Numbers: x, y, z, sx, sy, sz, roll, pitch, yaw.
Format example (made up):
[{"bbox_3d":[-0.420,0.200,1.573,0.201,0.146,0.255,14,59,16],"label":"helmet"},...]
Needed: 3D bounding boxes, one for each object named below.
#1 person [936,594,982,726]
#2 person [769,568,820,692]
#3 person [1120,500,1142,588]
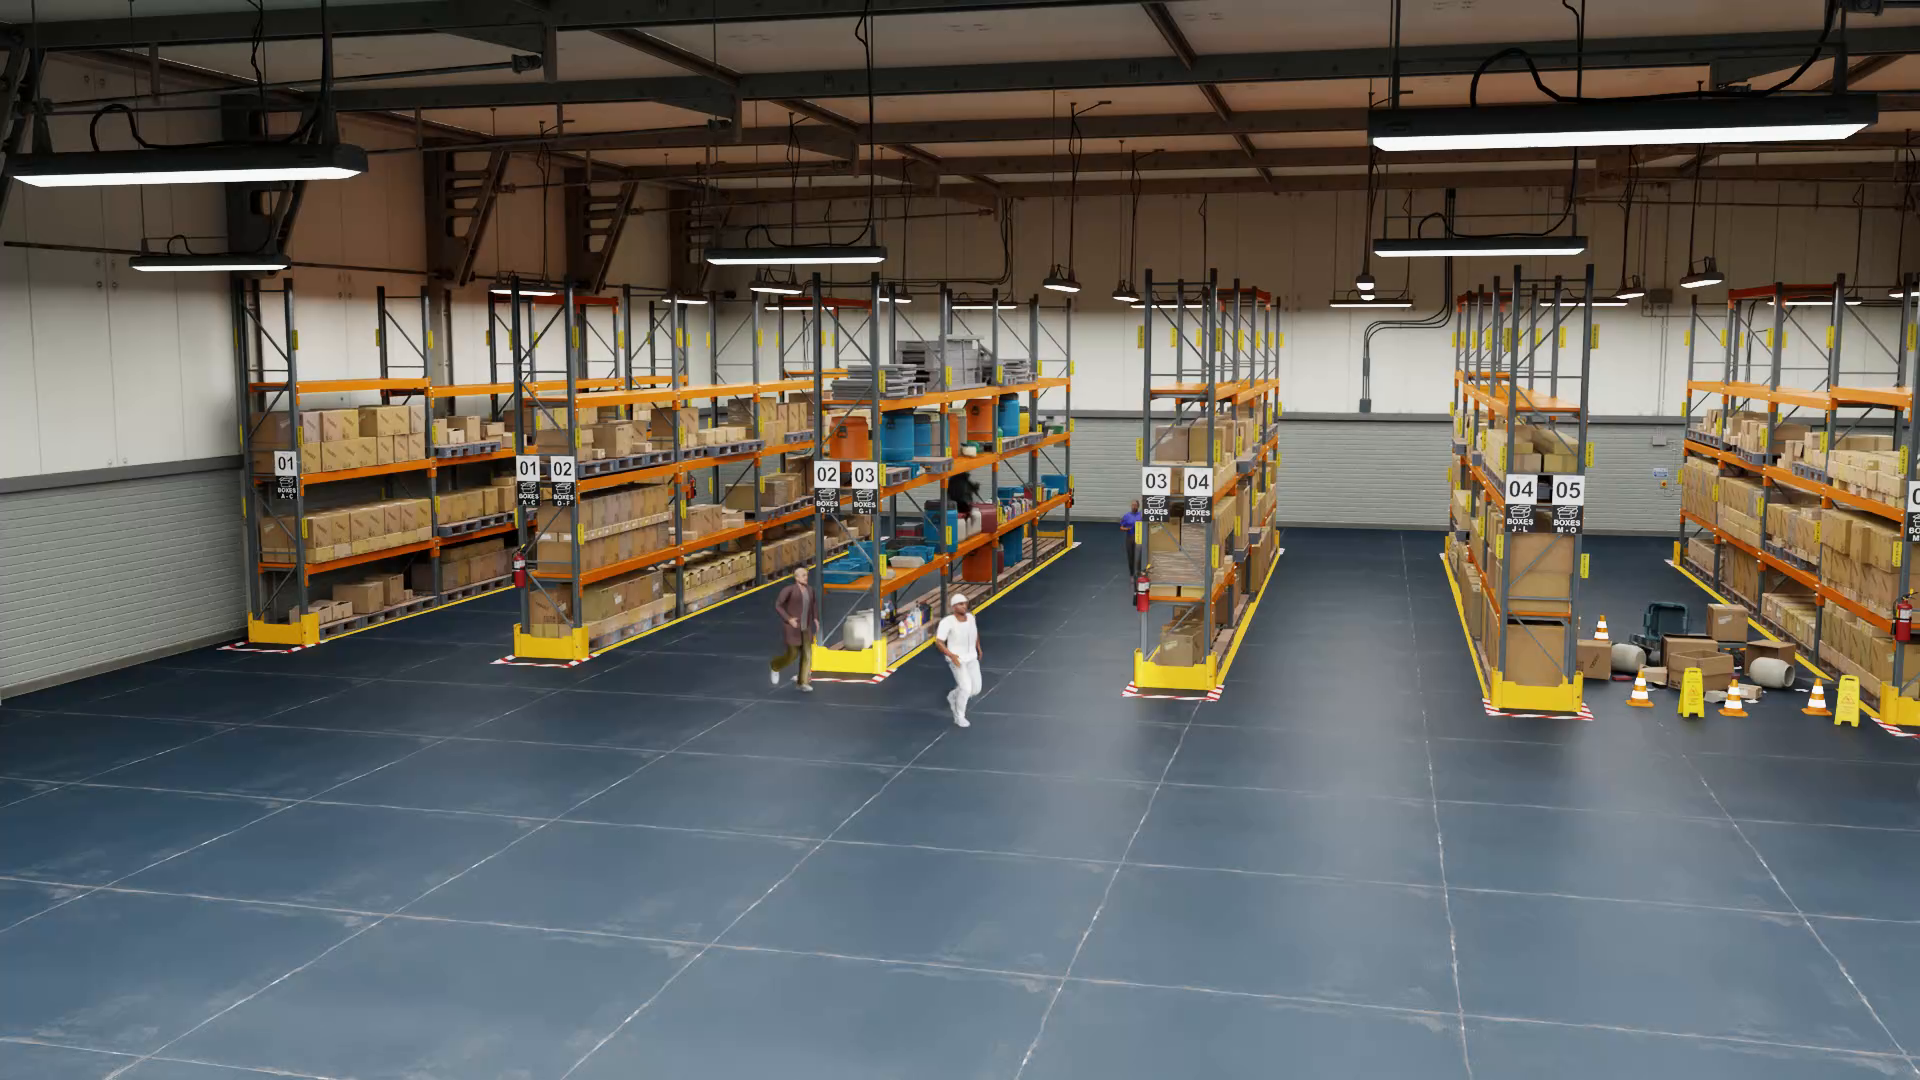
[{"bbox_3d":[0.005,1.555,21.721,0.698,1.729,0.546,-6,9,-39],"label":"person"},{"bbox_3d":[-2.342,1.269,23.967,0.889,1.758,0.769,6,9,39],"label":"person"},{"bbox_3d":[3.351,0.071,31.928,0.577,1.699,0.880,2,7,14],"label":"person"}]
